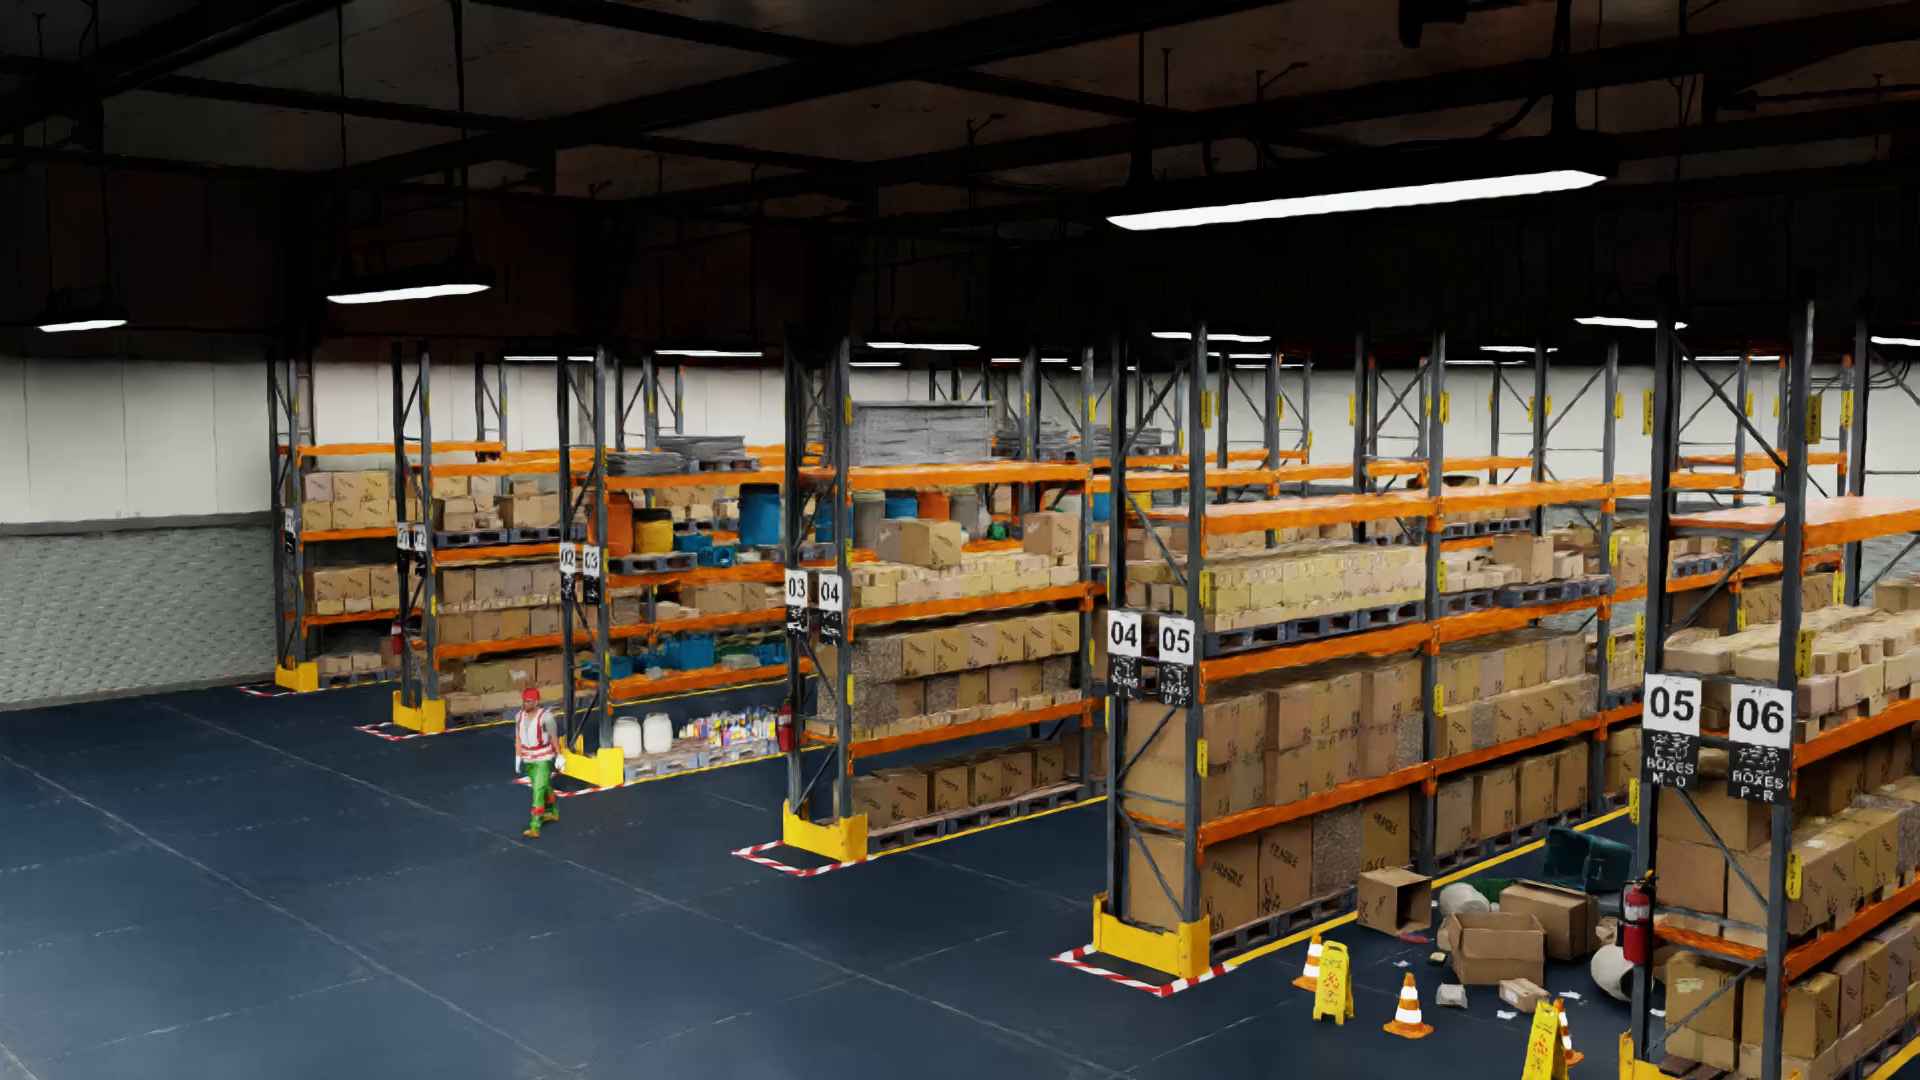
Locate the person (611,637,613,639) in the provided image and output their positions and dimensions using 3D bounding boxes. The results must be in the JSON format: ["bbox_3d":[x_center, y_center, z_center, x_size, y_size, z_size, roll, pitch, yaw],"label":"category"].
[{"bbox_3d":[-6.698,1.661,31.239,0.478,1.580,0.999,4,6,38],"label":"person"}]

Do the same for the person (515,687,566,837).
[{"bbox_3d":[-5.032,2.596,19.733,0.596,1.746,0.969,2,5,23],"label":"person"}]
